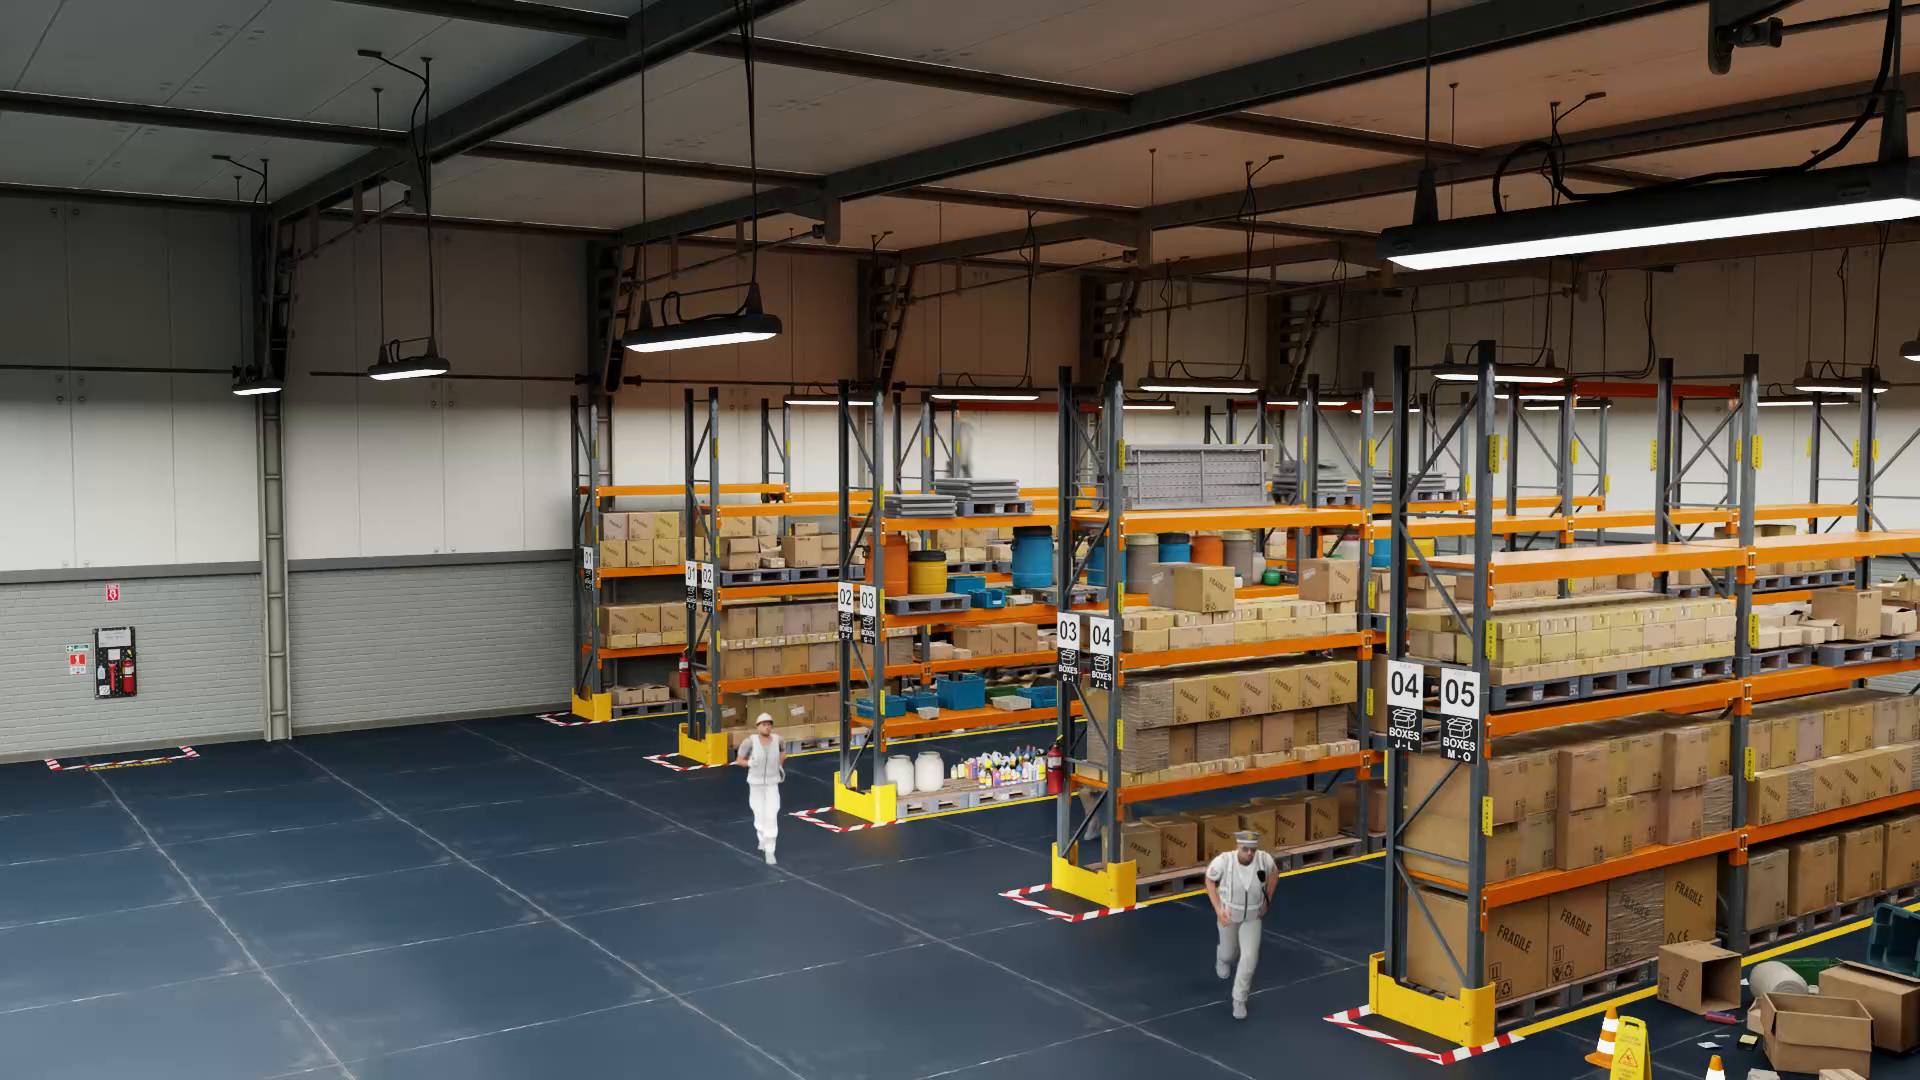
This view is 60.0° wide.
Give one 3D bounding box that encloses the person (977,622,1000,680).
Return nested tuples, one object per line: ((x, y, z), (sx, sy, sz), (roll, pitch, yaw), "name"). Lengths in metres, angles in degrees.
((0.542, 2.411, 33.003), (0.676, 1.568, 0.562), (-3, 4, -38), "person")

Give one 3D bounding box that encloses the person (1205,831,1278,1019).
((2.554, 3.428, 15.247), (0.671, 1.720, 0.947), (0, 3, -6), "person")

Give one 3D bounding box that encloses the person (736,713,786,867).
((-2.444, 3.039, 20.500), (0.621, 1.842, 0.831), (-1, 3, -10), "person")

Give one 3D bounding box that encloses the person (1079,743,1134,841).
((1.910, 3.035, 21.587), (0.650, 1.739, 0.958), (3, 5, 44), "person")
